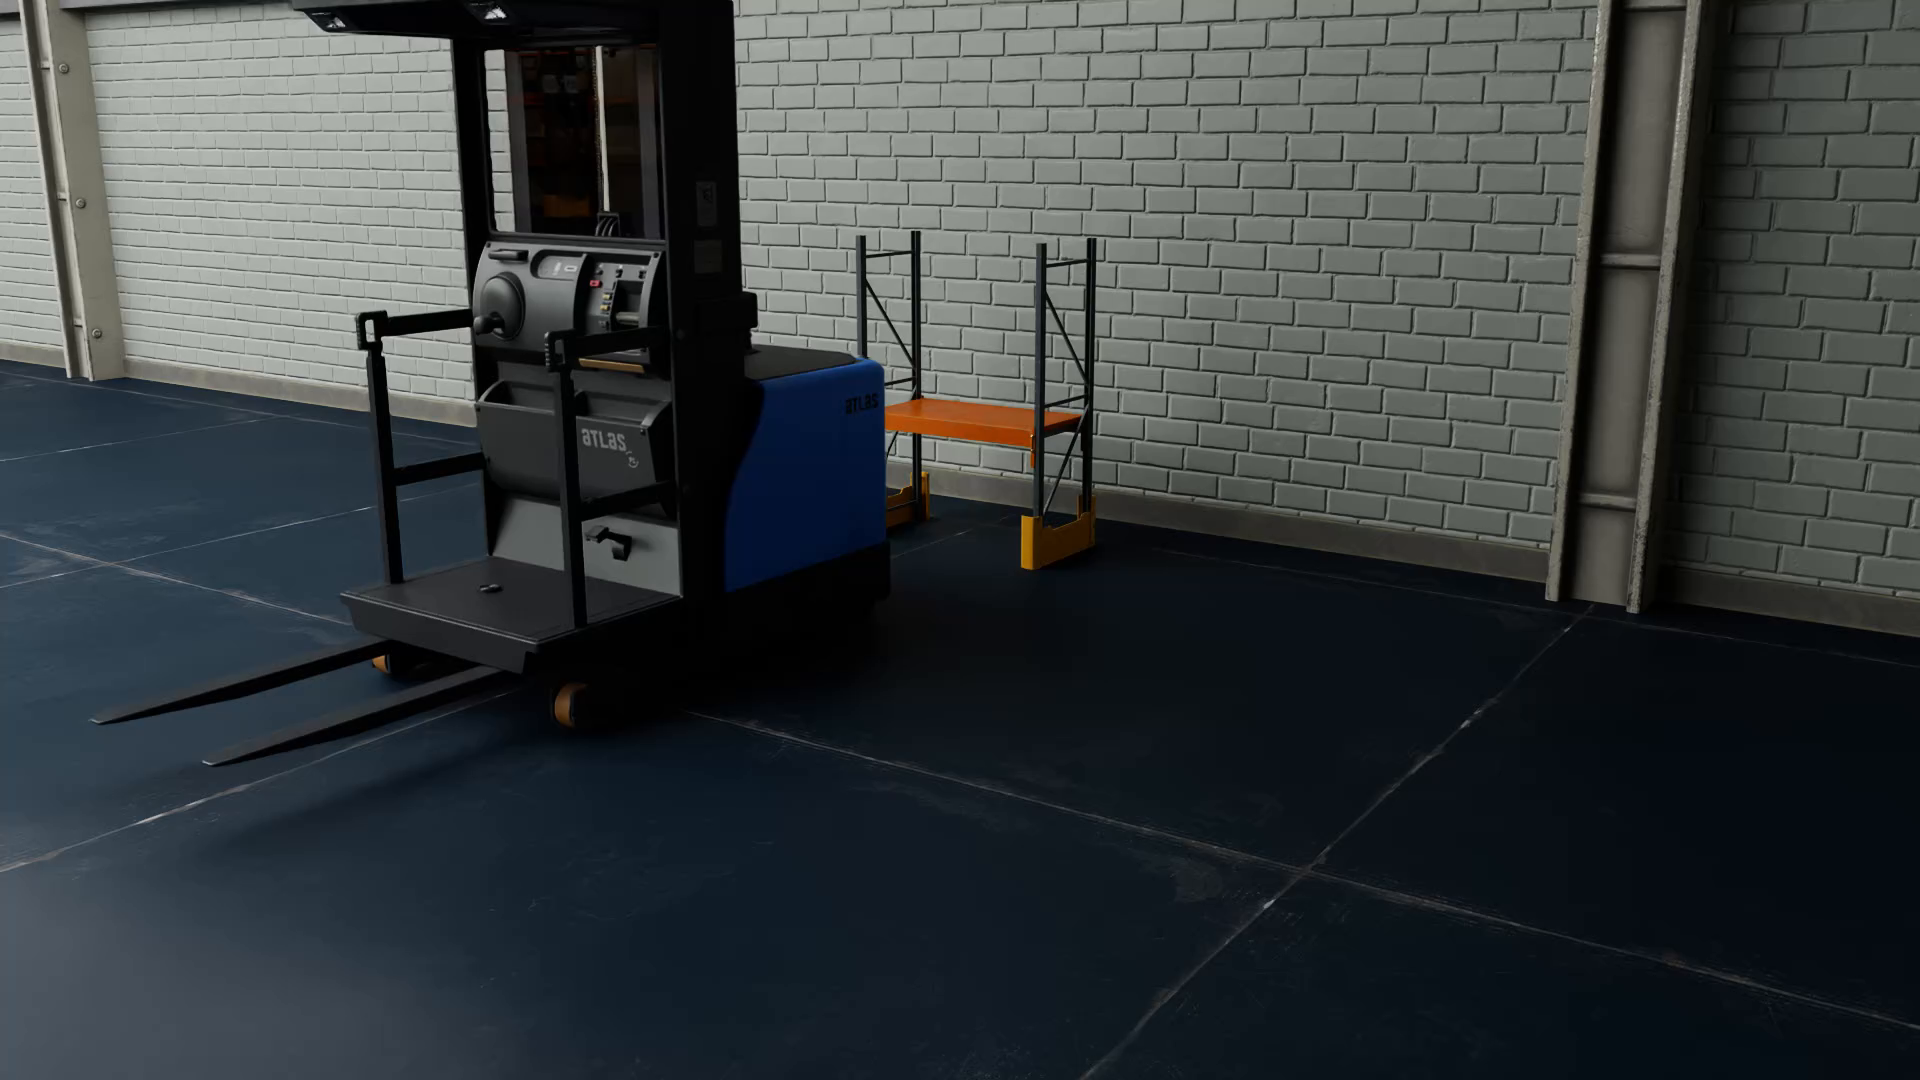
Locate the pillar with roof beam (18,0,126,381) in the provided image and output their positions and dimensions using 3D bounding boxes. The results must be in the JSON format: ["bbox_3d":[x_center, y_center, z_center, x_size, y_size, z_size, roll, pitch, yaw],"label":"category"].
[{"bbox_3d":[-9.552,-4.863,9.241,0.400,9.000,9.100,9,17,33],"label":"pillar with roof beam"}]

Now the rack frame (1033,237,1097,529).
[{"bbox_3d":[0.493,-0.648,7.821,0.032,1.500,0.500,9,17,33],"label":"rack frame"}]

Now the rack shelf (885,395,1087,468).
[{"bbox_3d":[0.071,-0.542,8.140,1.000,0.185,0.538,9,17,33],"label":"rack shelf"}]

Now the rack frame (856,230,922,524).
[{"bbox_3d":[-0.351,-0.785,8.372,0.032,1.500,0.500,9,17,33],"label":"rack frame"}]

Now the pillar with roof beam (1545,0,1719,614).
[{"bbox_3d":[0.406,-3.254,2.740,0.400,9.000,9.100,9,17,33],"label":"pillar with roof beam"}]

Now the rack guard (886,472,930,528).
[{"bbox_3d":[-0.350,-0.178,8.522,0.087,0.250,0.587,9,17,33],"label":"rack guard"}]

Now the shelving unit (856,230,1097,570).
[{"bbox_3d":[0.063,-0.718,8.102,1.083,1.500,0.587,9,17,33],"label":"shelving unit"}]

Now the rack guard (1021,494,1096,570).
[{"bbox_3d":[0.476,-0.044,7.982,0.087,0.250,0.587,9,17,33],"label":"rack guard"}]

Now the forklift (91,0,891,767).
[{"bbox_3d":[-1.553,-0.902,5.867,1.130,2.935,3.031,10,17,34],"label":"forklift"}]

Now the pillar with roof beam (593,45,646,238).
[{"bbox_3d":[-4.573,-4.058,5.990,0.400,9.000,9.100,9,17,33],"label":"pillar with roof beam"}]
